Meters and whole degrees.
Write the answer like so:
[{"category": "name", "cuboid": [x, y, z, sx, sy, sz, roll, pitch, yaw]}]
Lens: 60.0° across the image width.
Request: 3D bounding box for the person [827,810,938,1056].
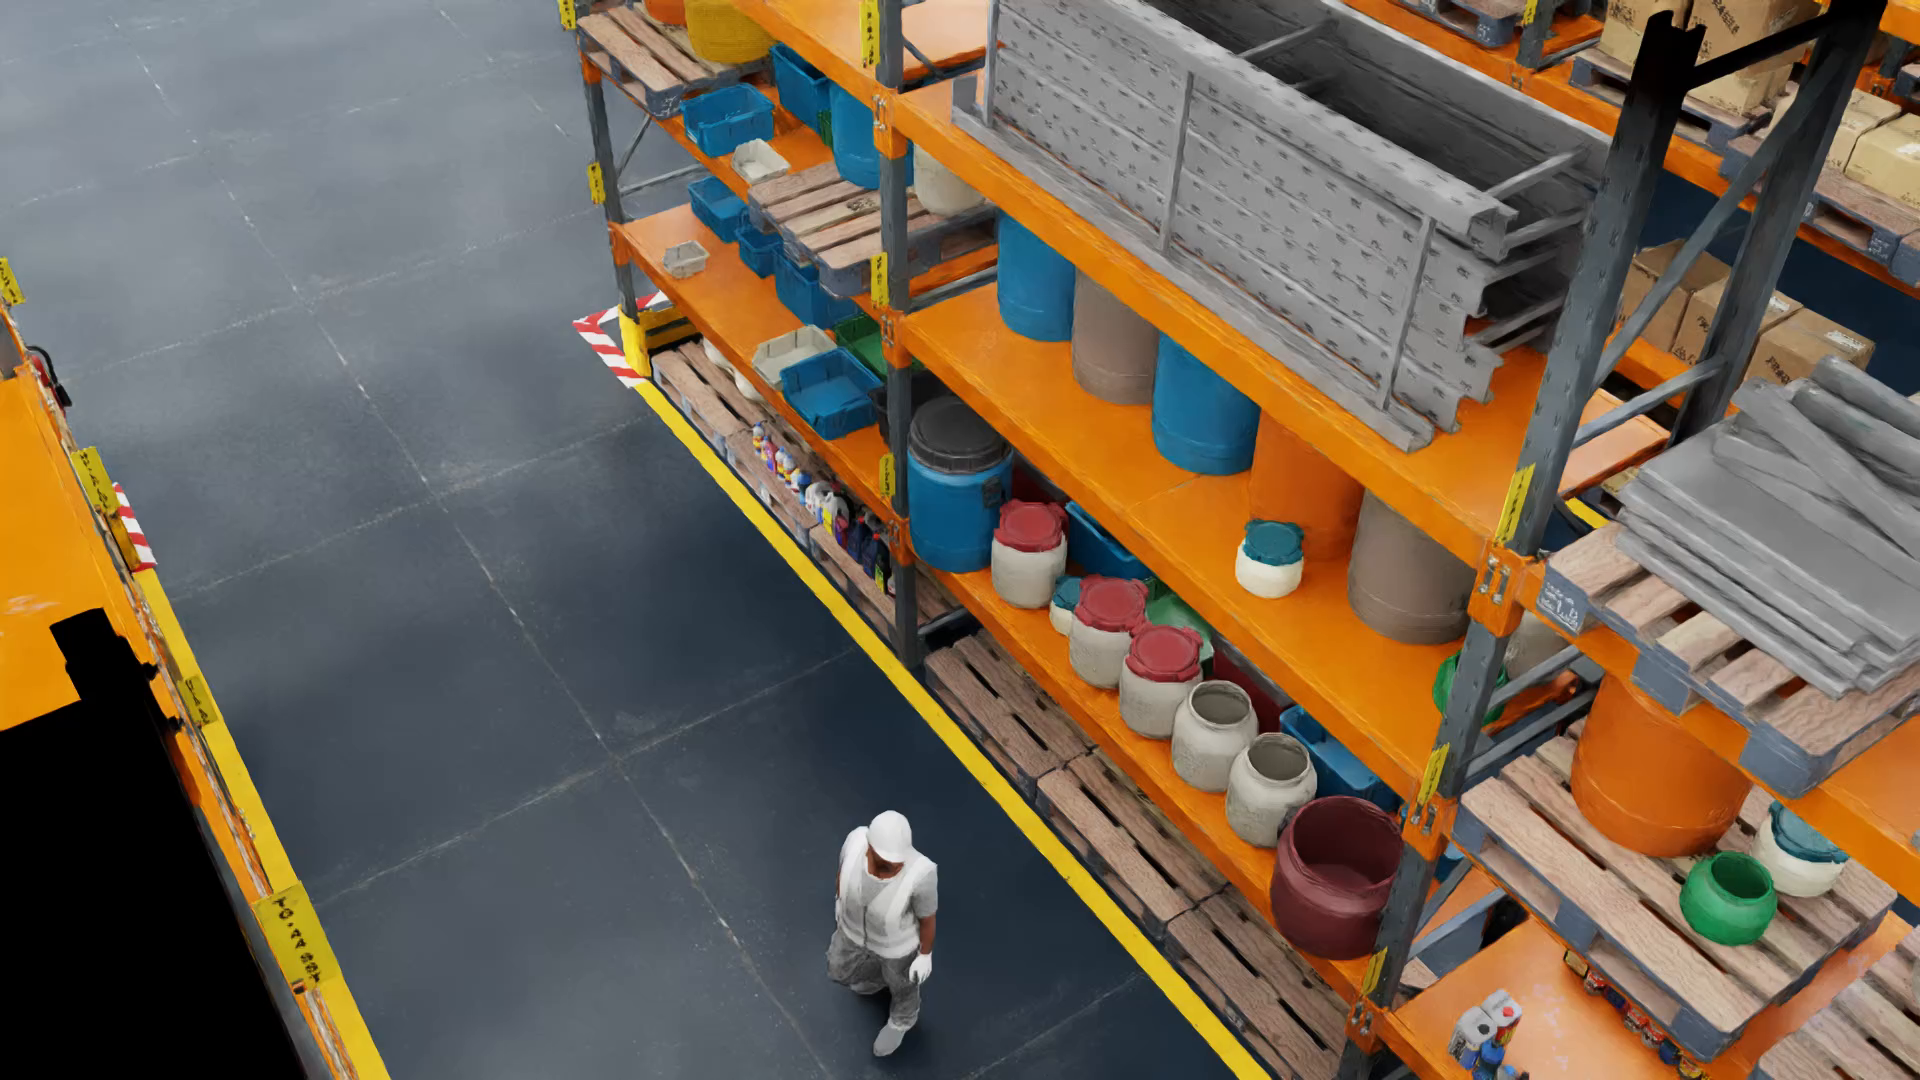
[{"category": "person", "cuboid": [-0.377, 1.932, 8.345, 0.600, 1.781, 0.444, 21, 47, 21]}]
